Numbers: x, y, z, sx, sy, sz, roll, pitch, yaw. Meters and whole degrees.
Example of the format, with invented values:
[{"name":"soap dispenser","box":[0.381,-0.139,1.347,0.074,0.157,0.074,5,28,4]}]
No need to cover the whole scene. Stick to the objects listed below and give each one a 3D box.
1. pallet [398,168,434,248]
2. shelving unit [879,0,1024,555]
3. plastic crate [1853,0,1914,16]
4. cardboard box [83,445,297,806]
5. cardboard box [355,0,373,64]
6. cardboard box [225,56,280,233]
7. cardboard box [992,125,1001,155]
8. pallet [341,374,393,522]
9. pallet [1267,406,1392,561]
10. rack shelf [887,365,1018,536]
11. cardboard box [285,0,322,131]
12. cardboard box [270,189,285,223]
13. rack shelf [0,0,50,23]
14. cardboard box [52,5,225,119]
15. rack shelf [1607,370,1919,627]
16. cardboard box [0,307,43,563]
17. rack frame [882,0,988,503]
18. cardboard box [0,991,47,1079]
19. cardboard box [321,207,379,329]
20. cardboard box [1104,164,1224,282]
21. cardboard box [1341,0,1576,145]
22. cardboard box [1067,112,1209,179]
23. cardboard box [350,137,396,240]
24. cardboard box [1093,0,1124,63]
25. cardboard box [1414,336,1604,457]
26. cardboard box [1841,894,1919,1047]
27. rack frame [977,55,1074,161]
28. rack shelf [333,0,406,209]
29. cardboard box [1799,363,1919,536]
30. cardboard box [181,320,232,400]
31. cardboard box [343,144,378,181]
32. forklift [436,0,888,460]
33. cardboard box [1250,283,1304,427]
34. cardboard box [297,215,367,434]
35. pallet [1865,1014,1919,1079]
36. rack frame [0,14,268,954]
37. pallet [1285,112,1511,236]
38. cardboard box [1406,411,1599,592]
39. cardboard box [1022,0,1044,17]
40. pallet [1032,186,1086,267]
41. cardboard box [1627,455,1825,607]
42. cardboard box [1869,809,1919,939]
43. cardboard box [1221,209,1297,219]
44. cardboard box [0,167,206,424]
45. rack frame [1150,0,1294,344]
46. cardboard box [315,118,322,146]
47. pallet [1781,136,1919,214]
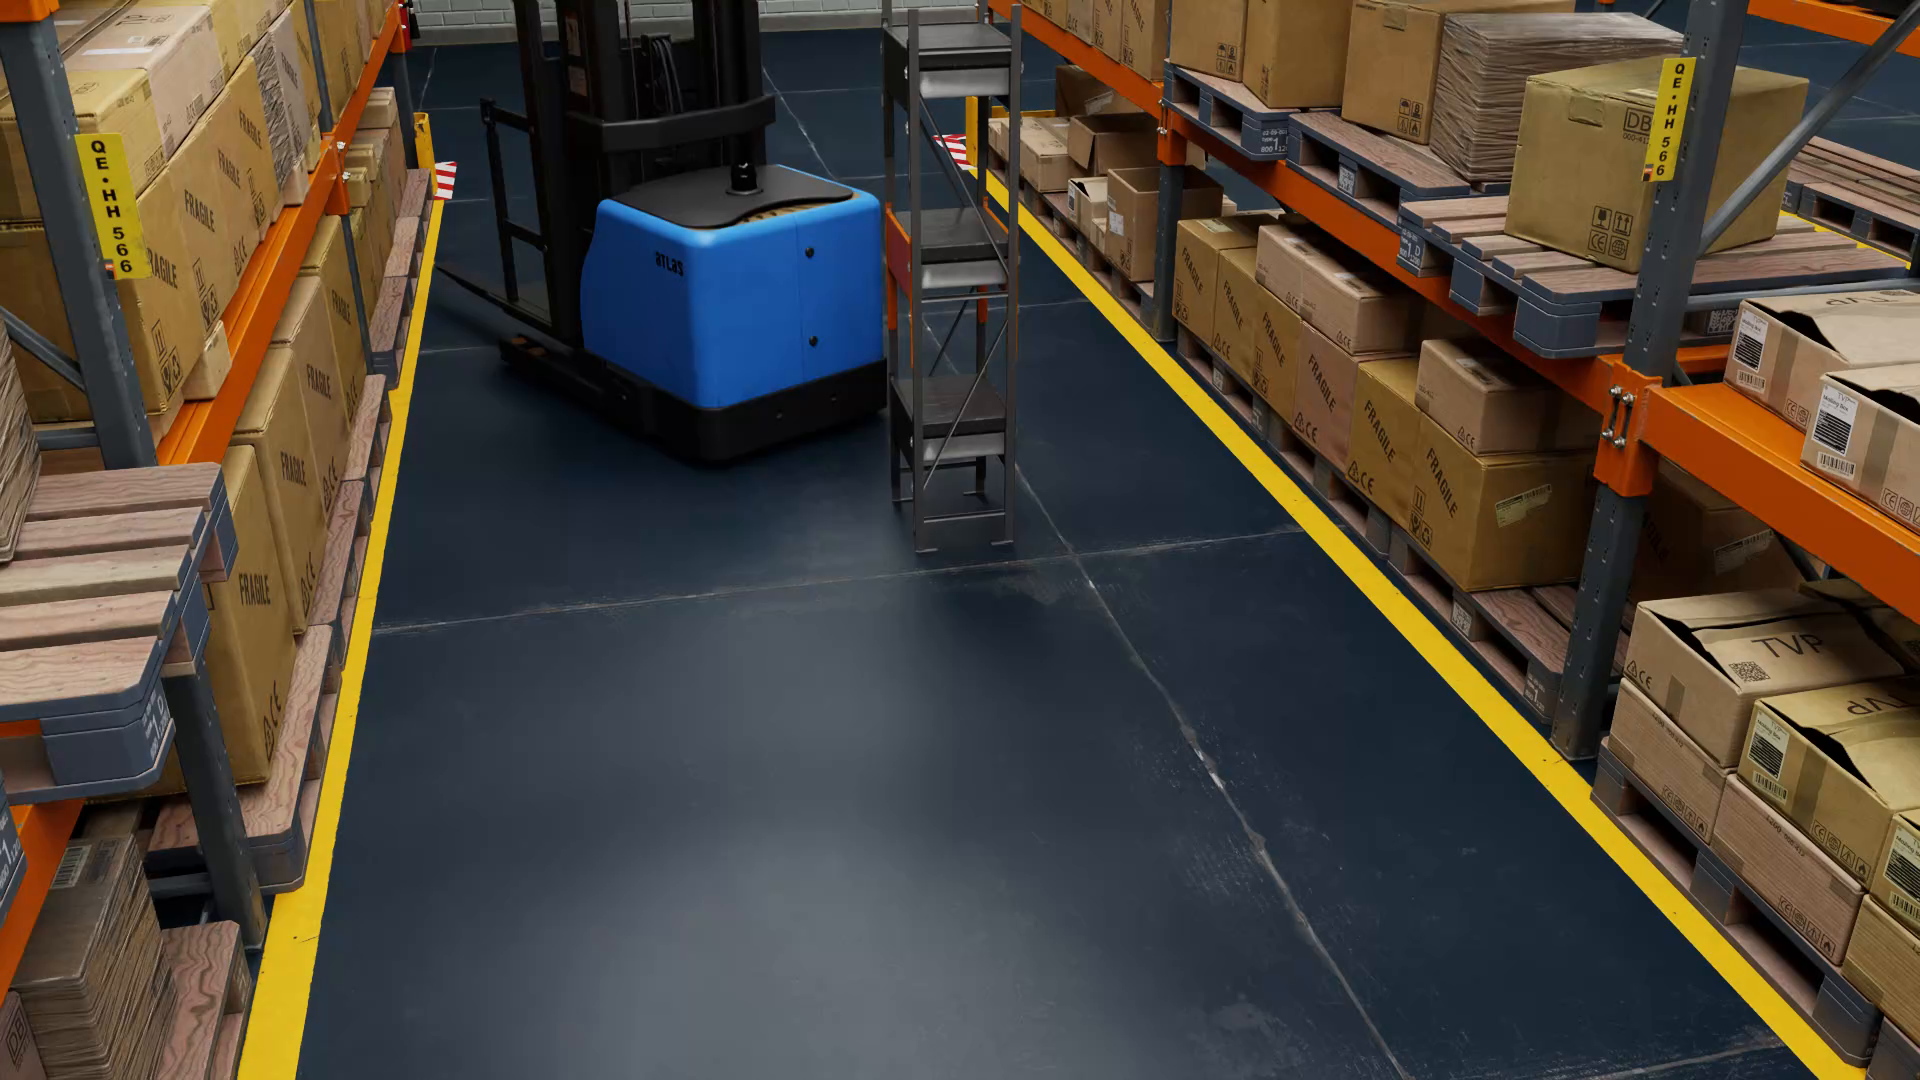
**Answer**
[{"name":"pallet","box":[-3.948,-2.118,10.713,1.003,0.211,1.213,-6,27,-12]},{"name":"shelving unit","box":[-0.037,-1.010,6.421,0.431,2.100,0.503,-6,27,-12]},{"name":"plastic crate","box":[5.835,-3.324,10.246,0.437,0.125,0.590,-6,27,-12]},{"name":"cardboard box","box":[-2.439,0.242,4.862,0.750,0.750,0.750,-6,27,-12]},{"name":"cardboard box","box":[-3.742,-2.964,8.960,0.980,0.700,0.700,-7,28,-14]},{"name":"cardboard box","box":[-2.606,-1.297,5.527,0.500,0.500,0.500,-5,27,-10]},{"name":"cardboard box","box":[0.437,-2.814,11.653,0.380,0.166,0.250,-6,27,-12]},{"name":"pallet","box":[-3.056,-0.374,7.258,1.003,0.211,1.213,-6,27,-12]},{"name":"pallet","box":[2.021,-0.320,7.150,1.003,0.211,1.213,-6,27,-12]},{"name":"rack shelf","box":[-0.037,-0.373,6.742,0.431,0.518,0.480,-6,27,-12]},{"name":"cardboard box","box":[-2.953,-1.960,6.840,0.500,0.500,0.500,-6,27,-12]},{"name":"cardboard box","box":[-2.749,-1.277,6.207,0.380,0.149,0.250,-6,27,-12]},{"name":"rack shelf","box":[-1.951,-0.334,1.553,1.077,0.370,4.000,-6,27,-12]},{"name":"cardboard box","box":[-2.491,-1.396,4.891,0.500,0.250,0.500,-6,27,-11]},{"name":"rack shelf","box":[2.875,0.500,3.229,1.077,0.370,4.000,-6,27,-12]},{"name":"cardboard box","box":[-2.286,-0.230,3.278,0.700,0.500,0.500,-9,28,-18]},{"name":"rack frame","box":[-0.092,-1.117,6.633,0.400,2.100,0.015,-6,27,-12]},{"name":"cardboard box","box":[-2.186,1.274,3.183,0.700,0.500,0.500,-6,27,-12]},{"name":"cardboard box","box":[-3.372,-1.361,8.425,0.700,0.500,0.500,-6,27,-11]},{"name":"cardboard box","box":[1.118,-1.757,9.188,0.500,0.500,0.500,-6,27,-12]},{"name":"cardboard box","box":[1.981,-1.918,6.644,0.700,0.500,0.500,-13,30,-25]},{"name":"cardboard box","box":[1.094,-2.361,10.381,0.797,0.503,0.637,-6,27,-12]},{"name":"cardboard box","box":[-3.722,-2.040,9.772,0.700,0.500,0.500,-7,28,-13]},{"name":"cardboard box","box":[1.042,-2.919,9.094,0.500,0.500,0.500,-5,27,-10]},{"name":"cardboard box","box":[1.968,-0.525,5.916,0.500,0.250,0.500,-5,27,-10]},{"name":"cardboard box","box":[2.493,1.049,3.928,0.500,0.250,0.500,-7,28,-13]},{"name":"rack frame","box":[0.621,-4.211,11.764,1.000,3.000,0.127,-6,27,-12]},{"name":"rack shelf","box":[-3.754,-2.507,9.187,1.077,0.370,4.000,-6,27,-12]},{"name":"cardboard box","box":[2.437,-0.247,4.009,0.500,0.311,0.500,-6,27,-12]},{"name":"cardboard box","box":[-2.276,-0.496,4.660,0.380,0.149,0.250,-5,27,-10]},{"name":"cardboard box","box":[-3.389,-2.048,9.067,0.380,0.149,0.250,-7,28,-13]},{"name":"forklift","box":[-1.690,-2.241,7.938,1.130,2.935,3.031,-22,34,-36]},{"name":"cardboard box","box":[1.630,-0.845,7.382,0.500,0.500,0.500,-6,27,-11]},{"name":"cardboard box","box":[-3.030,-0.906,7.136,0.750,0.750,0.750,-6,27,-11]},{"name":"pallet","box":[2.843,1.446,3.651,1.003,0.211,1.213,-6,27,-12]},{"name":"rack frame","box":[-2.402,-0.194,3.806,1.000,3.000,0.127,-6,27,-12]},{"name":"pallet","box":[1.981,-1.467,6.540,1.003,0.211,1.213,-6,27,-12]},{"name":"cardboard box","box":[1.984,-0.166,6.036,0.500,0.500,0.500,-5,27,-10]},{"name":"cardboard box","box":[0.696,-3.588,10.418,0.500,0.500,0.500,-6,27,-12]},{"name":"pallet","box":[1.090,-2.048,10.574,1.003,0.211,1.213,-6,27,-12]},{"name":"cardboard box","box":[2.600,-0.008,5.724,0.500,0.500,0.500,-5,27,-9]},{"name":"cardboard box","box":[2.495,0.804,3.791,0.500,0.311,0.500,-7,28,-13]},{"name":"cardboard box","box":[1.639,-1.657,9.200,0.500,0.311,0.500,-6,27,-12]},{"name":"cardboard box","box":[-2.262,-0.620,4.186,0.500,0.500,0.500,-5,27,-10]},{"name":"rack frame","box":[1.522,-2.455,8.285,1.000,3.000,0.127,-6,27,-12]},{"name":"cardboard box","box":[-2.951,-1.727,7.100,0.380,0.149,0.250,-6,27,-11]},{"name":"pallet","box":[5.867,-2.567,11.602,1.003,0.211,1.213,-6,27,-12]}]
